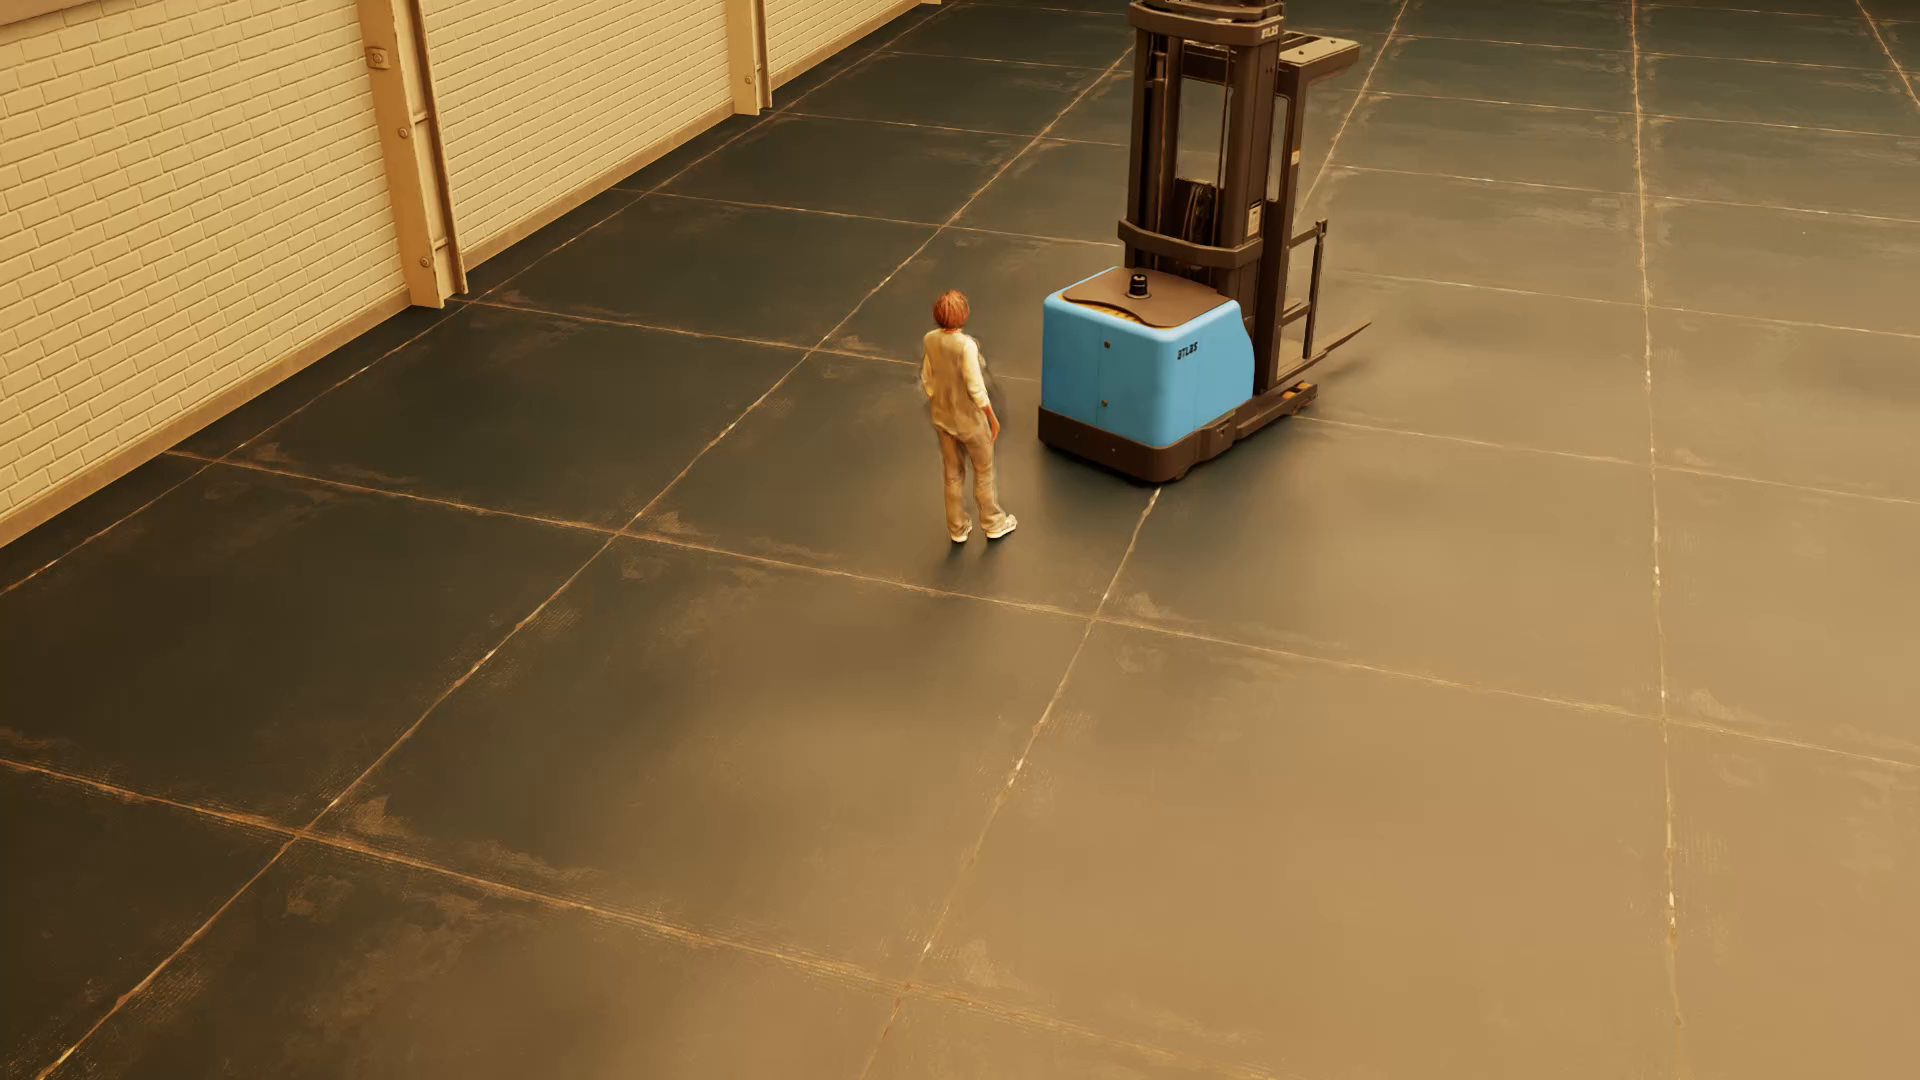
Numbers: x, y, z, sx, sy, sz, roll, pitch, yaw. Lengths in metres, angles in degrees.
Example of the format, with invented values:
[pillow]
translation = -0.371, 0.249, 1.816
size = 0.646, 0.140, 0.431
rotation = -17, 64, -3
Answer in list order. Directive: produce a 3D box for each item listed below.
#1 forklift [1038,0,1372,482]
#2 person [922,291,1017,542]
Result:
[forklift]
translation = 1.871, -2.292, 11.157
size = 1.130, 2.935, 3.031
rotation = 23, 37, 35
[person]
translation = 0.070, -0.738, 9.771
size = 0.497, 1.598, 0.533
rotation = 24, 37, 35
